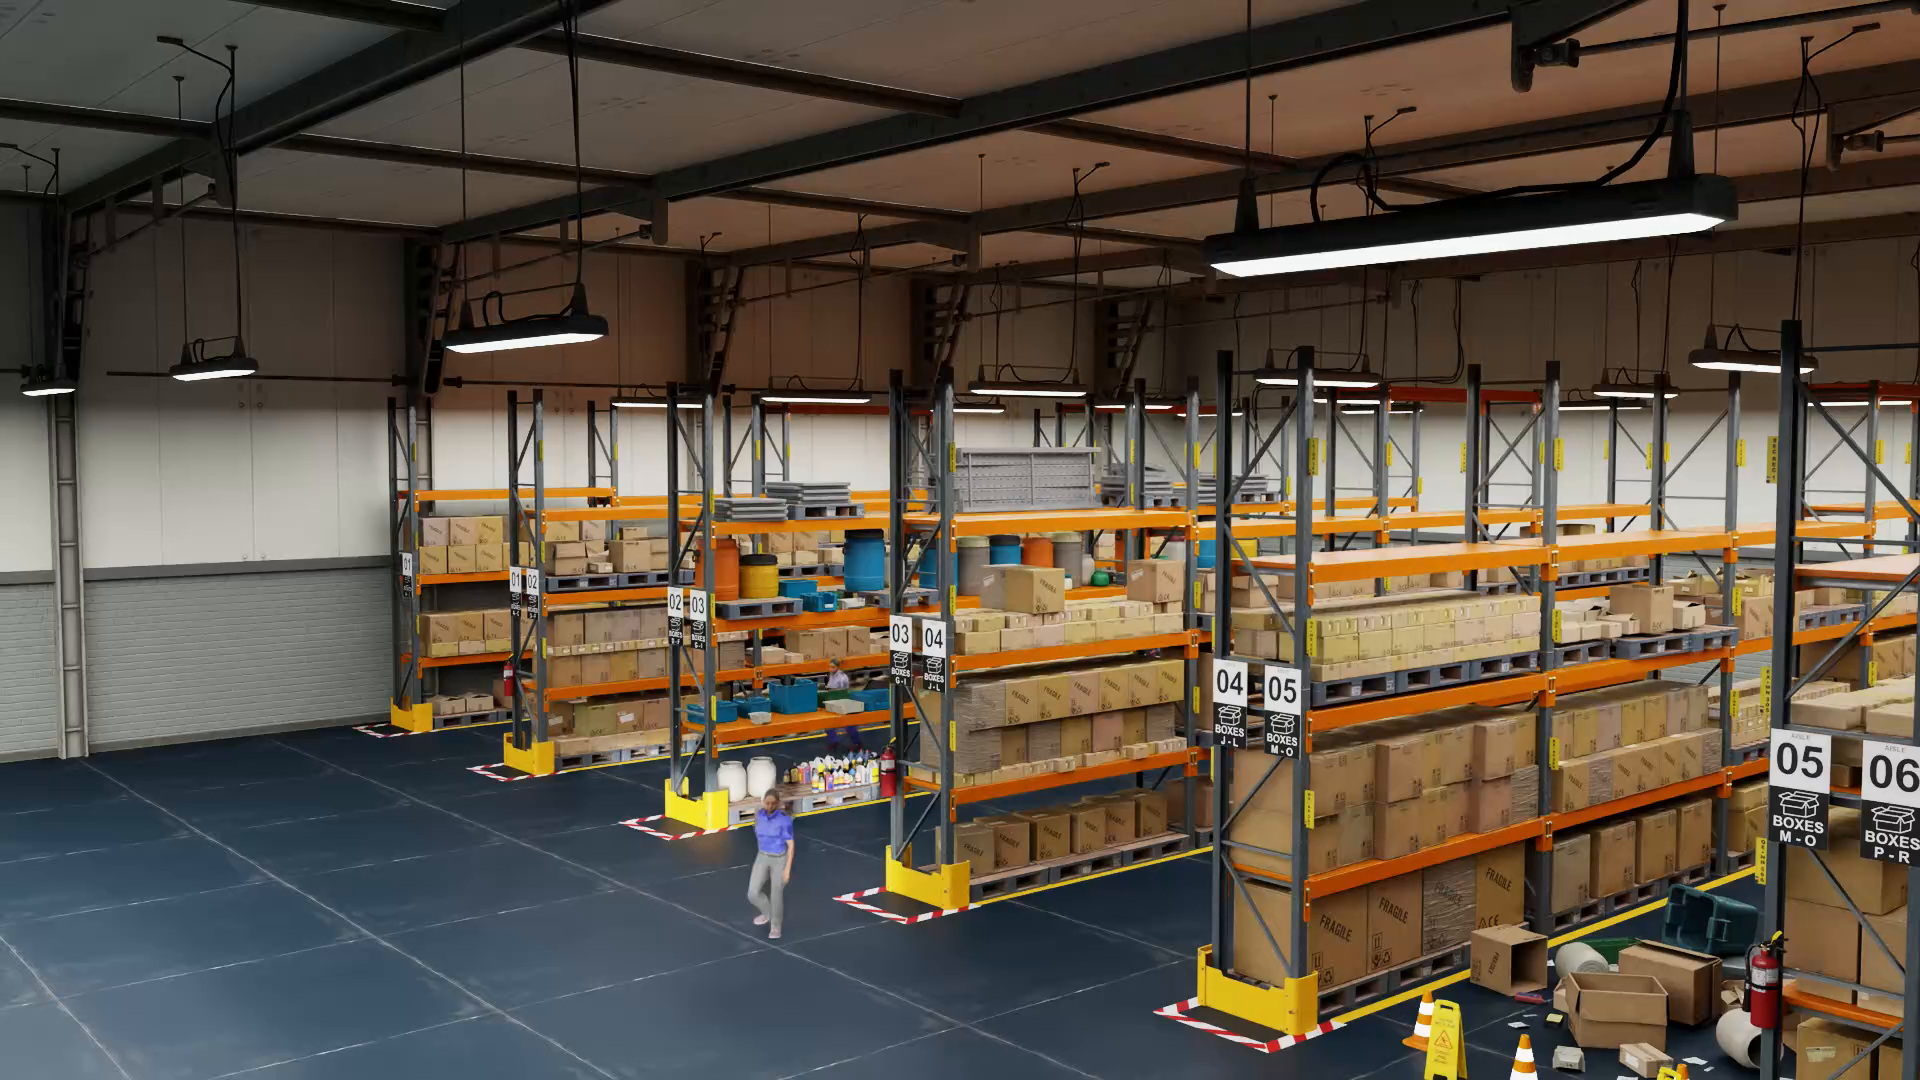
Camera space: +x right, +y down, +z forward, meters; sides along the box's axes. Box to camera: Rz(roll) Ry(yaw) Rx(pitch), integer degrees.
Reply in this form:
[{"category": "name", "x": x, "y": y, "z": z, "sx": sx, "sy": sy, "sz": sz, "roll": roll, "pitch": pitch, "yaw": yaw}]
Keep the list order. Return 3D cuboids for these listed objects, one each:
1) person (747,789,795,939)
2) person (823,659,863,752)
[{"category": "person", "x": -1.956, "y": 3.352, "z": 17.320, "sx": 0.614, "sy": 1.619, "sz": 0.540, "roll": 1, "pitch": 4, "yaw": 21}, {"category": "person", "x": -1.946, "y": 2.767, "z": 27.780, "sx": 0.750, "sy": 1.586, "sz": 0.586, "roll": -3, "pitch": 4, "yaw": -39}]
